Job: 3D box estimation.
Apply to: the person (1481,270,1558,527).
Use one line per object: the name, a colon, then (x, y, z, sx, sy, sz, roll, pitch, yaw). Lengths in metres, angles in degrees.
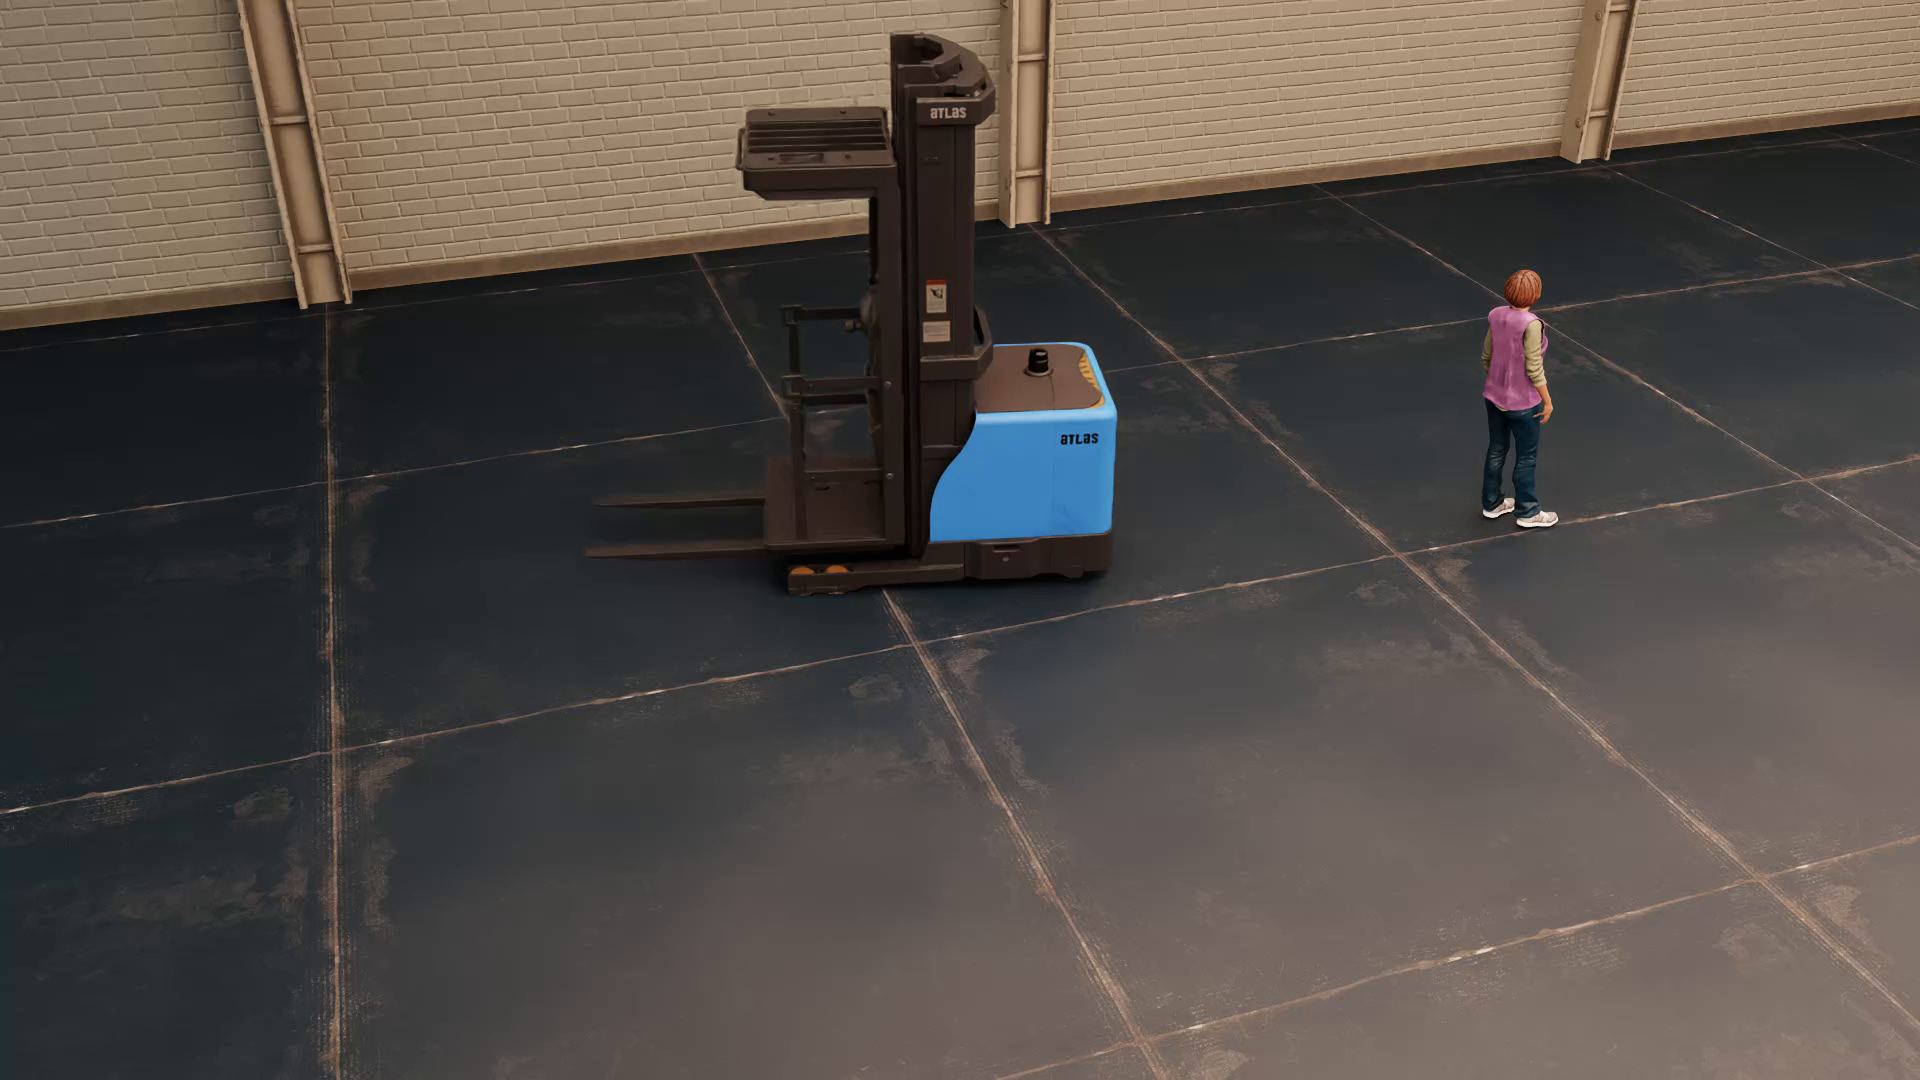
person: (3.352, -0.852, 9.890, 0.472, 1.599, 0.520, -14, 33, -23)

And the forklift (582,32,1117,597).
forklift: (-0.668, -1.224, 9.214, 3.031, 2.935, 1.130, -3, 30, -5)
